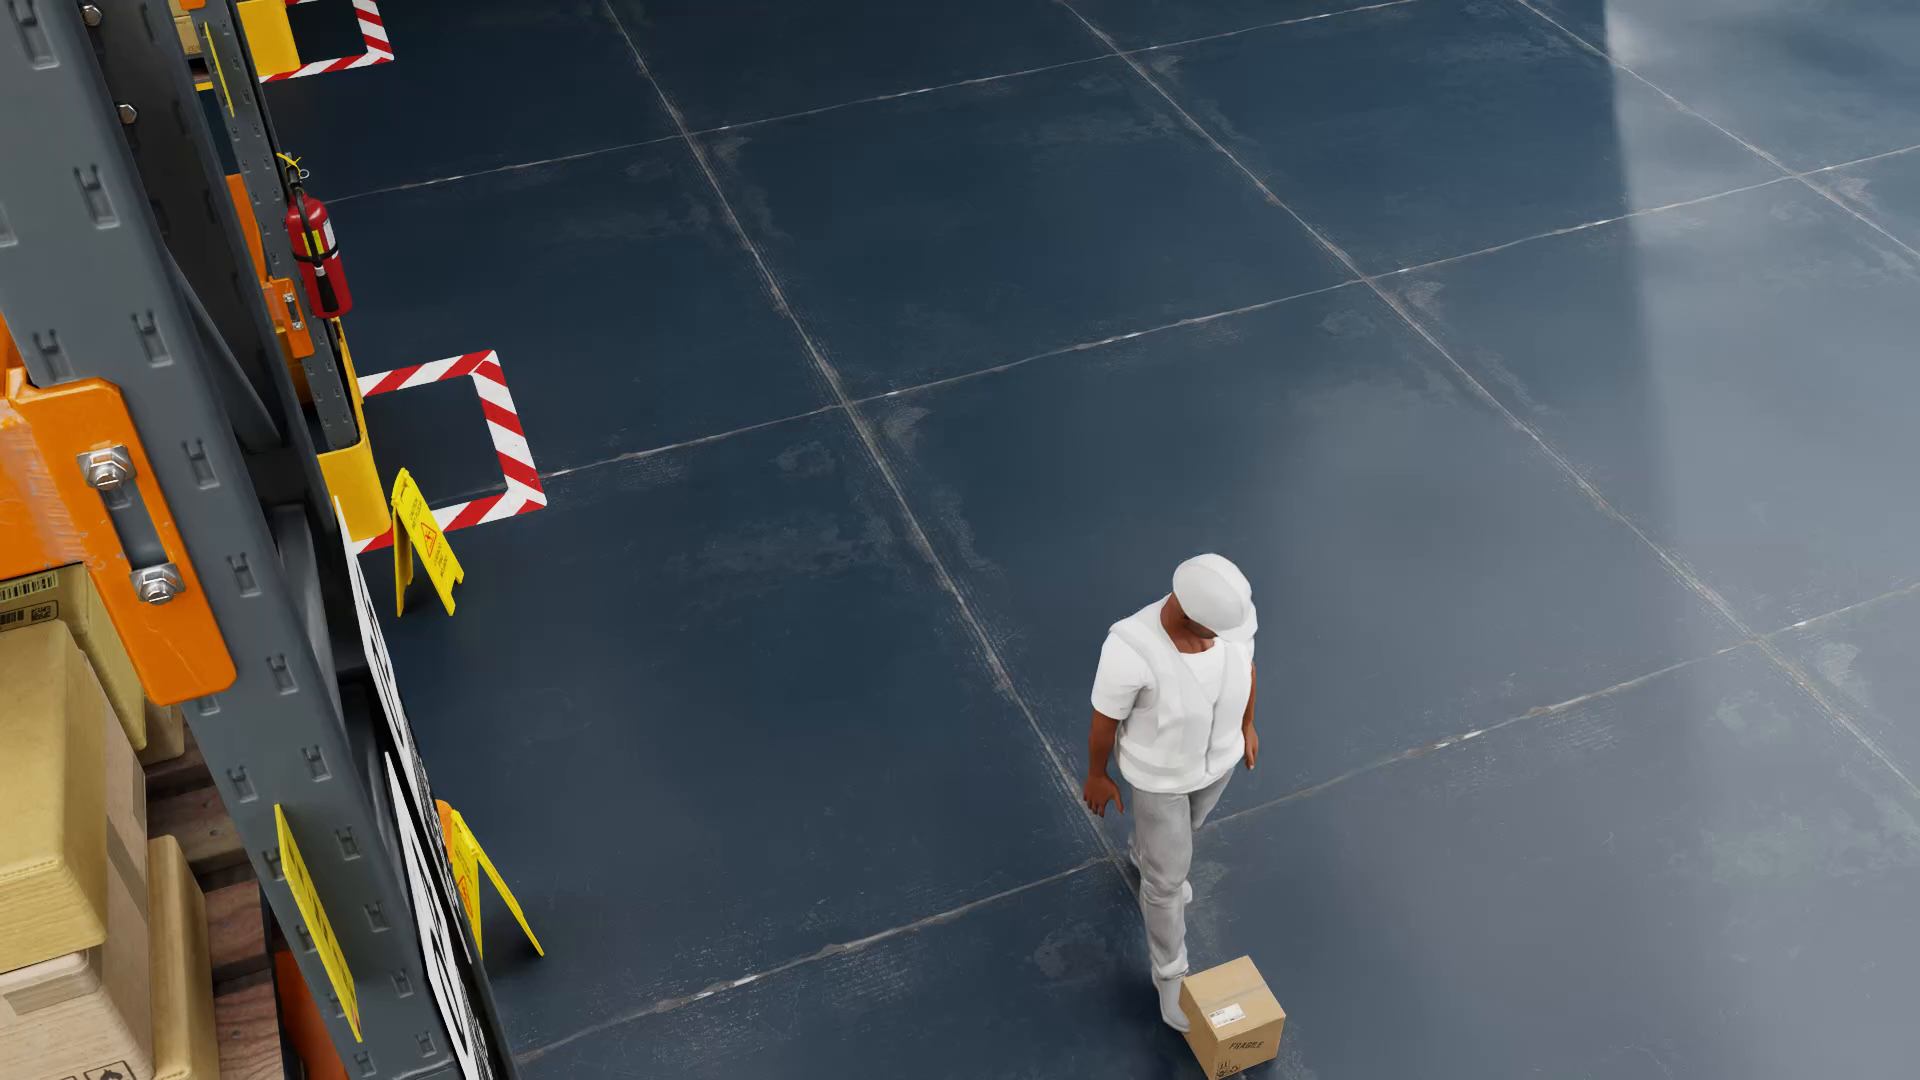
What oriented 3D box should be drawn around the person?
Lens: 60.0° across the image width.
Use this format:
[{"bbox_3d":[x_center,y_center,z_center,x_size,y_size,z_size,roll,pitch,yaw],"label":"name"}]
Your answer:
[{"bbox_3d":[0.750,0.745,5.290,0.628,1.742,0.766,-21,46,-22],"label":"person"}]
